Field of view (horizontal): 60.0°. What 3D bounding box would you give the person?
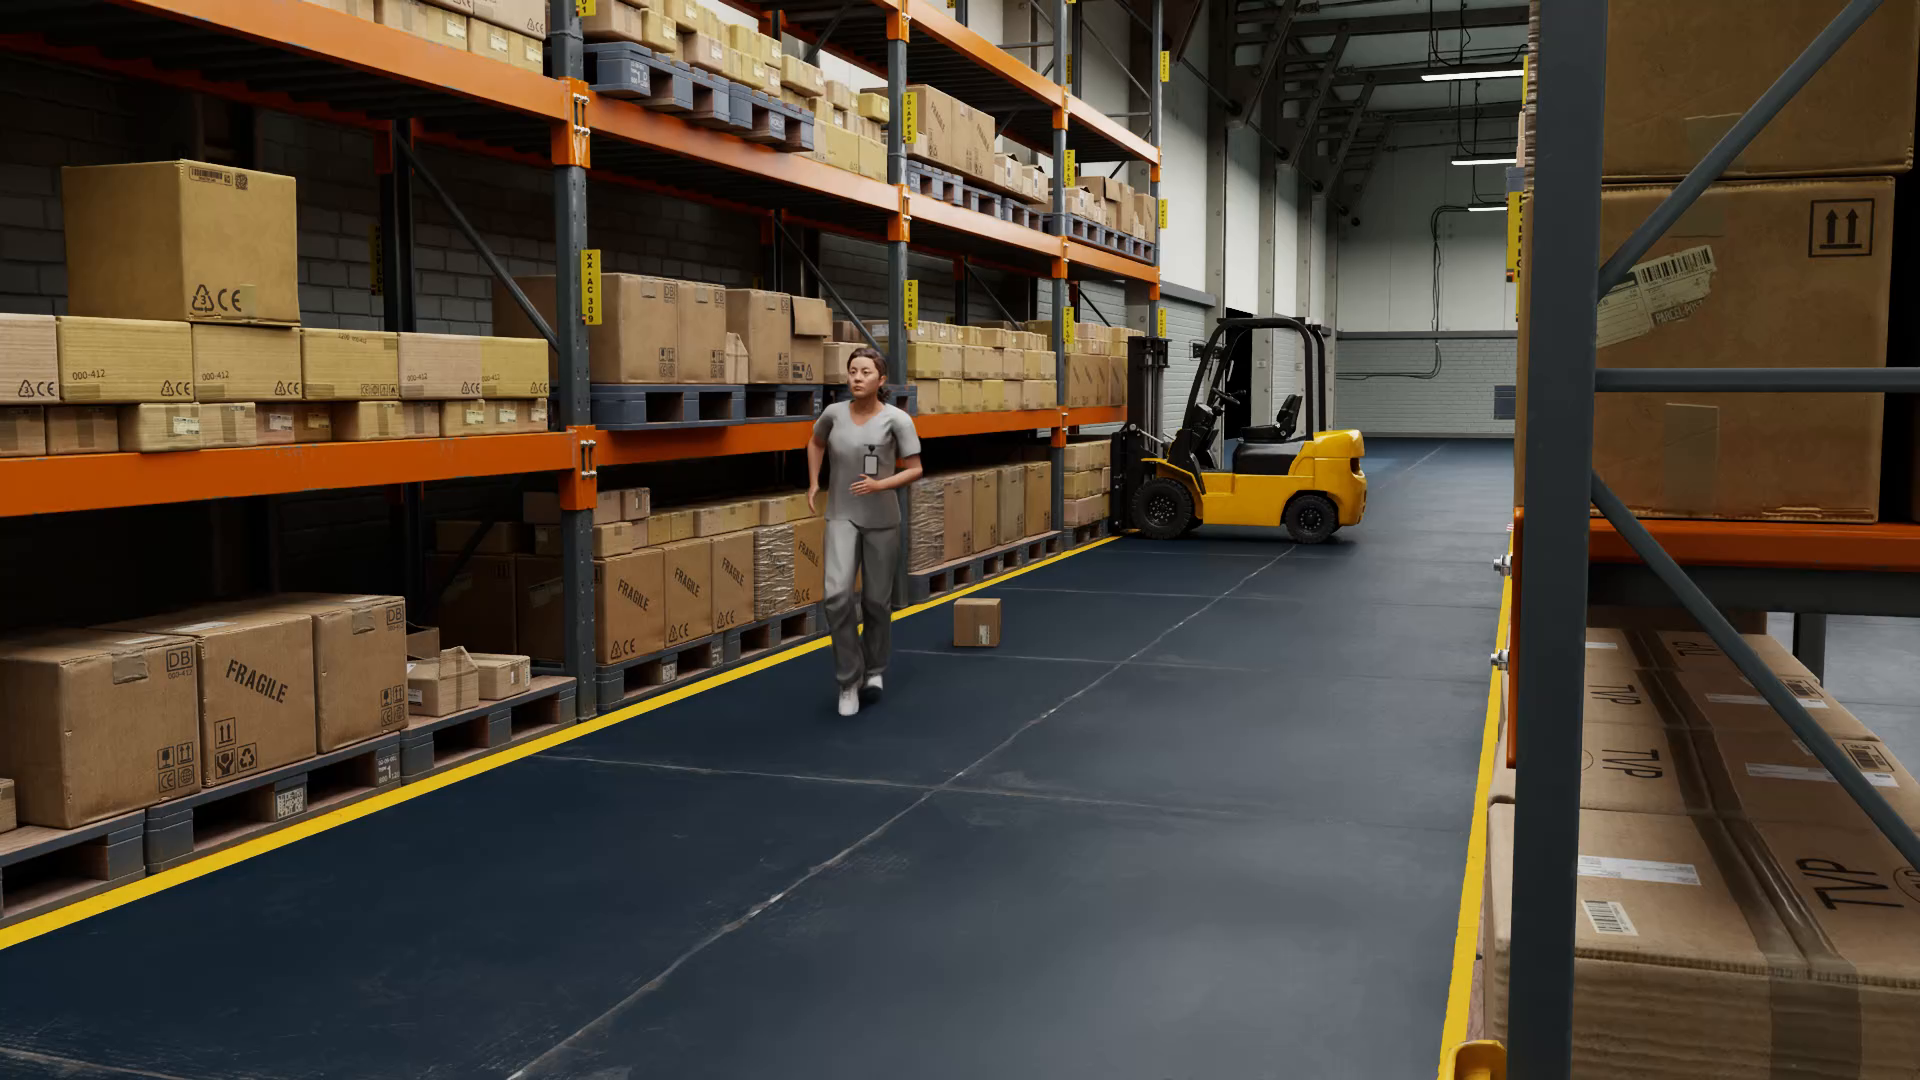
[{"bbox_3d":[-0.450,-0.041,7.762,0.580,1.703,0.681,1,5,7],"label":"person"}]
